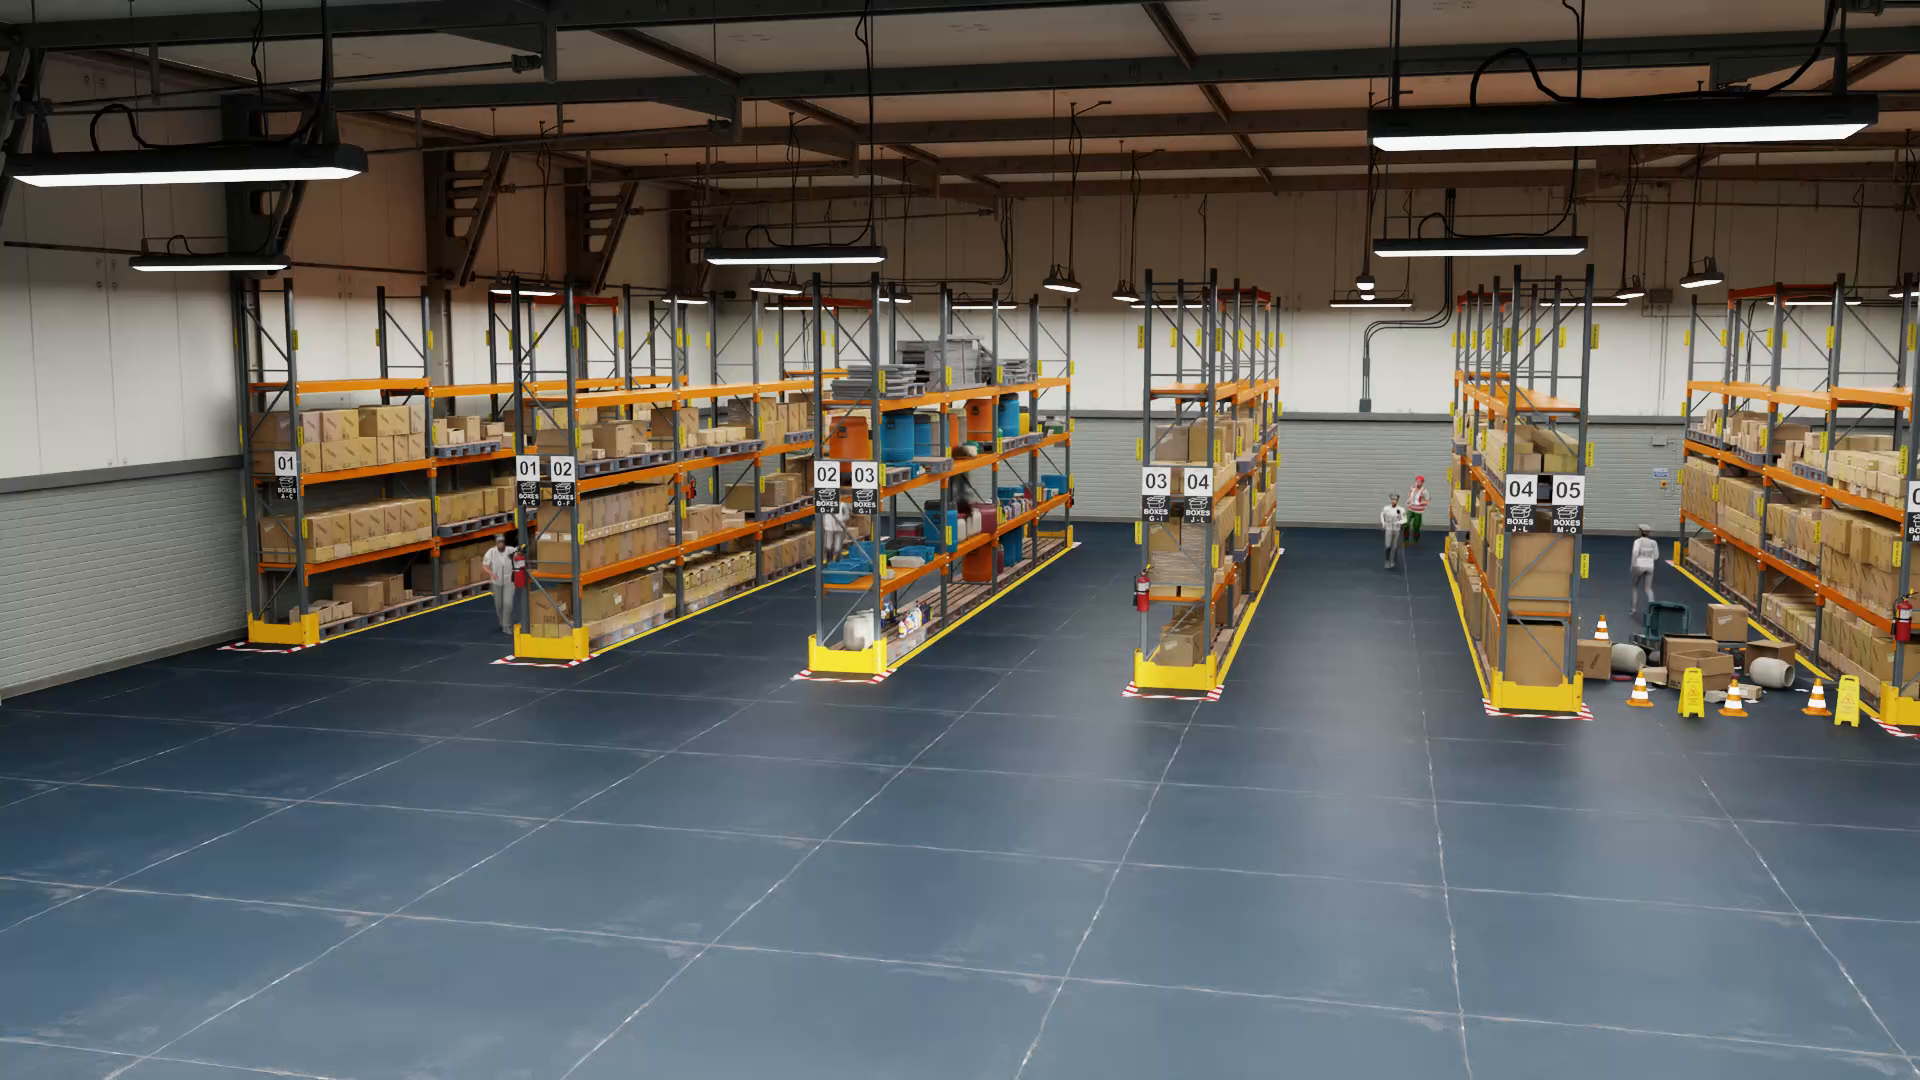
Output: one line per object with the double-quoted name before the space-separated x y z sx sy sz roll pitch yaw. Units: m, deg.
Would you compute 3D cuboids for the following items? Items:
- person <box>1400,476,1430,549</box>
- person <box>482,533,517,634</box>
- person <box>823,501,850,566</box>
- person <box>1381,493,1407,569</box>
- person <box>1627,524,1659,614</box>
"person" 11.003 -0.654 40.007 0.697 1.816 0.699 6 9 39
"person" -7.902 0.713 28.712 0.637 1.739 0.906 -1 7 -12
"person" -2.584 -0.175 34.220 0.648 1.821 0.687 0 7 4
"person" 9.472 -0.189 36.338 0.580 1.671 0.645 2 7 16
"person" 12.388 0.573 30.101 0.566 1.718 0.877 0 7 3
